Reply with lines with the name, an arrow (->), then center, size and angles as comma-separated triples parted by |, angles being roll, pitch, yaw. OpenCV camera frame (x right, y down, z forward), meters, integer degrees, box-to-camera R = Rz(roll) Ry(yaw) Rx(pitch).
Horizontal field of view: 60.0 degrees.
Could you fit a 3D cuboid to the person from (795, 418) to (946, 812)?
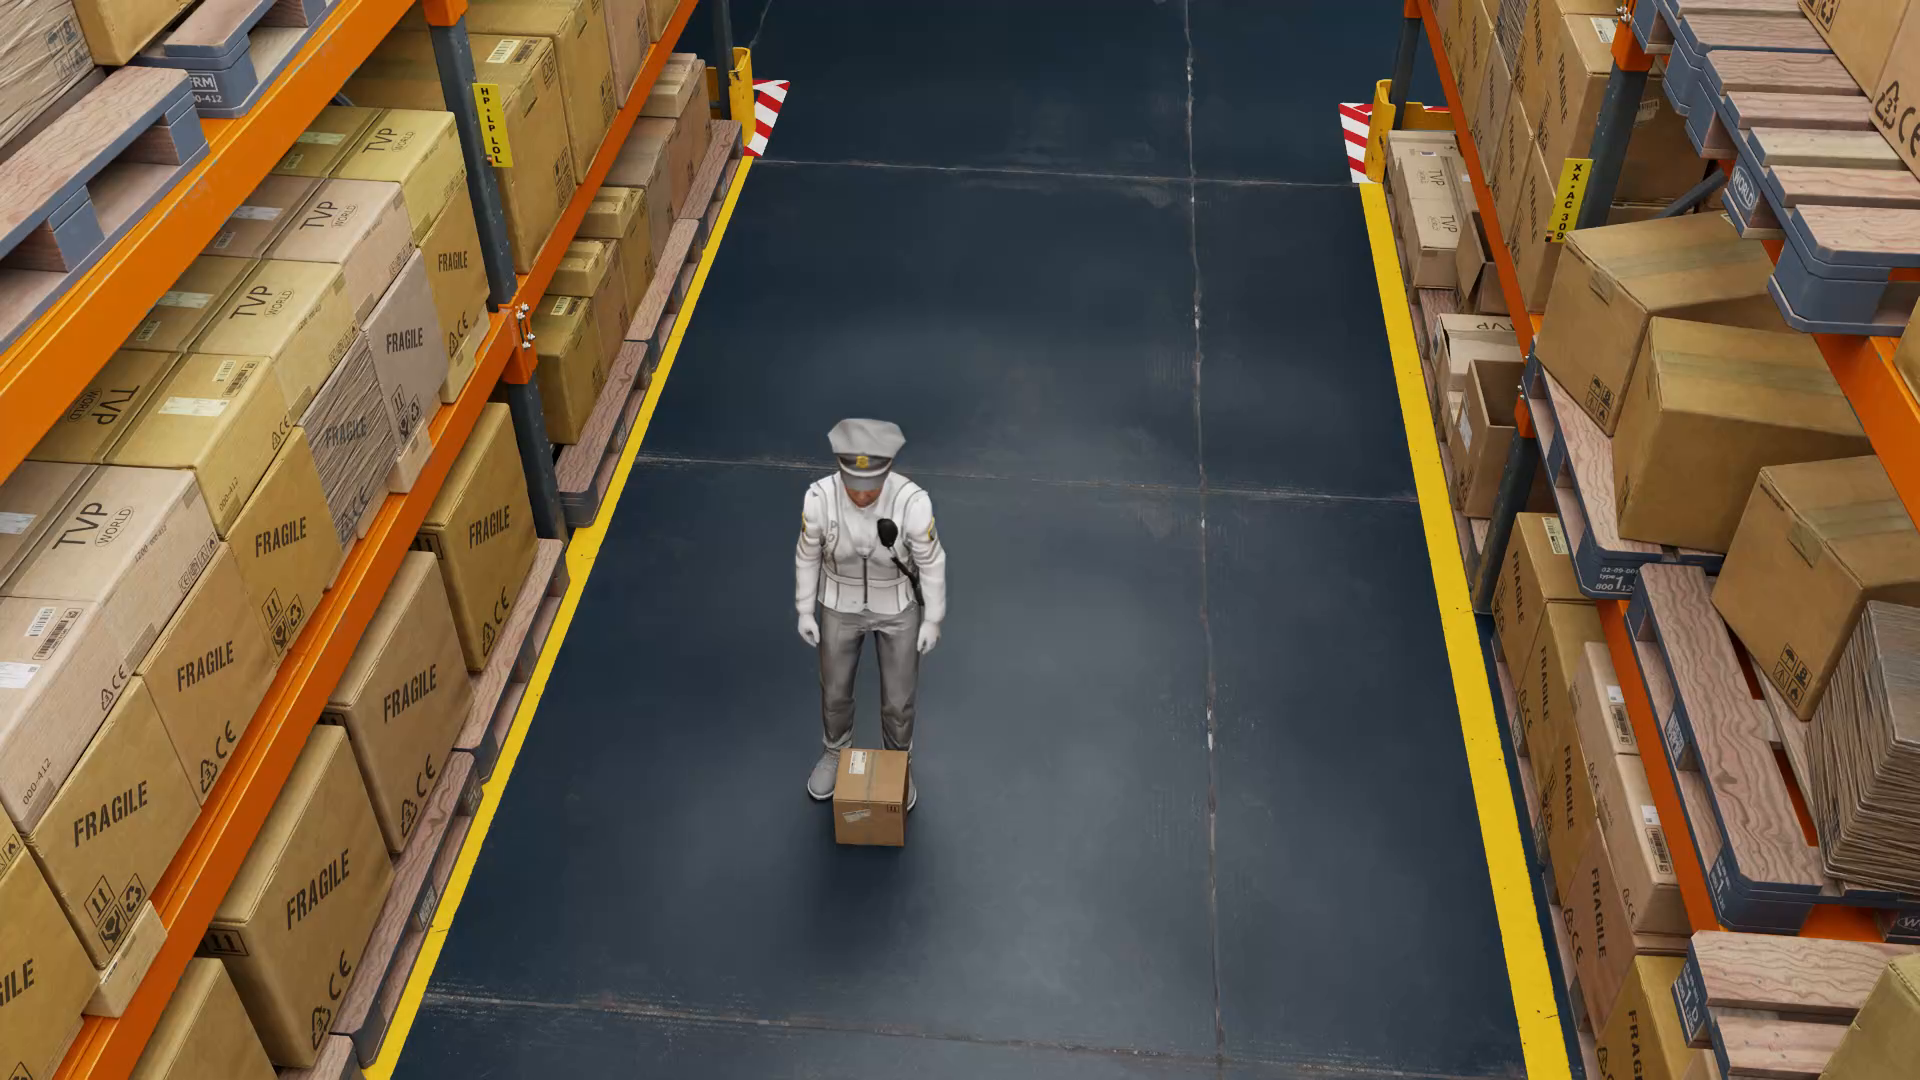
person -> -0.315, 0.265, 5.840 | 0.528, 1.664, 0.403 | 3, 40, 4
